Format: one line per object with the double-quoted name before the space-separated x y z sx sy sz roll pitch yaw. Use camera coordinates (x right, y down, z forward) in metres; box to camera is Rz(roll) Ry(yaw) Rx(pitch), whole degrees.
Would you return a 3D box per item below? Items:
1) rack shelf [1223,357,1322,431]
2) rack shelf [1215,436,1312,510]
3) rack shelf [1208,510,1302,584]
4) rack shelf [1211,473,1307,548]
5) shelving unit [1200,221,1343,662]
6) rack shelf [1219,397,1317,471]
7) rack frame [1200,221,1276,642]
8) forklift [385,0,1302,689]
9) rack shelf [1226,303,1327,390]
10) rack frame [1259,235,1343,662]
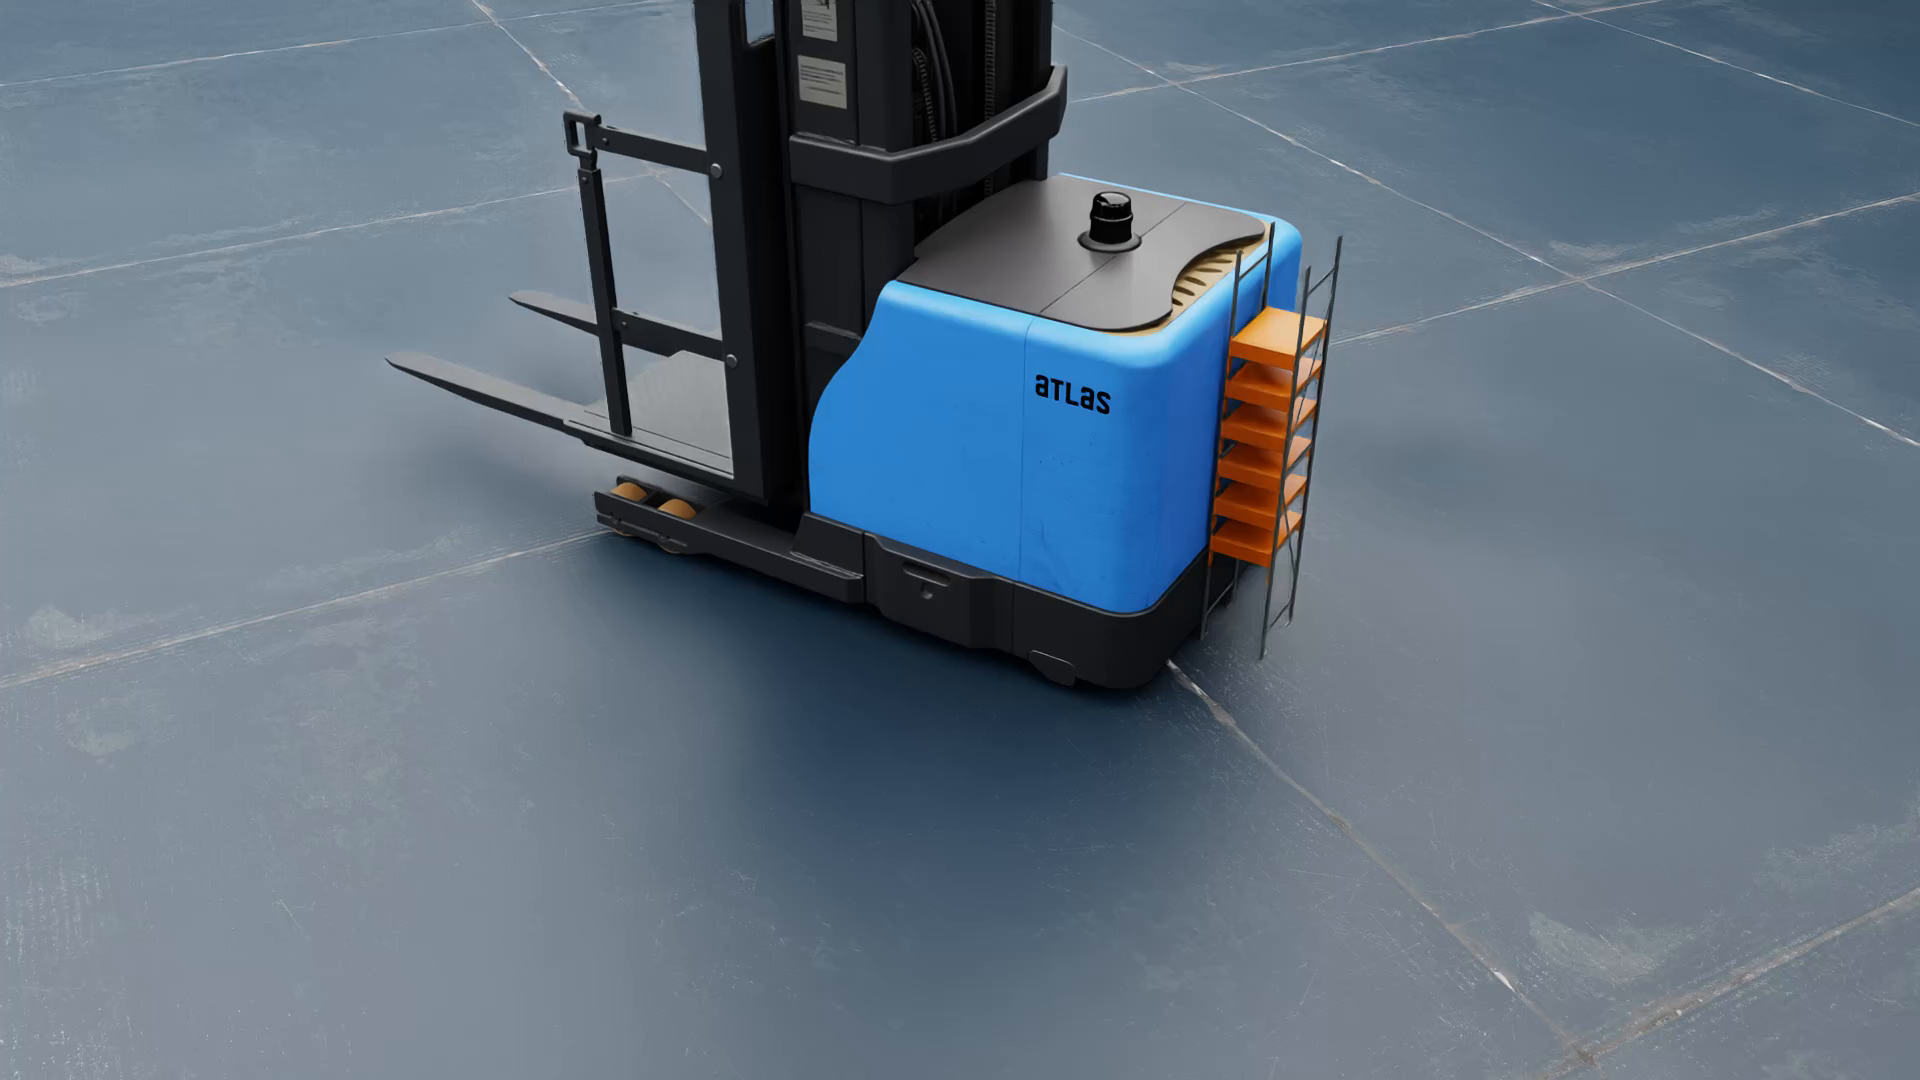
"rack shelf" 0.833 -0.407 4.410 0.180 0.103 0.258 18 37 26
"rack shelf" 0.833 -0.205 4.540 0.180 0.103 0.258 18 37 26
"rack shelf" 0.833 -0.003 4.669 0.180 0.103 0.258 18 37 26
"rack shelf" 0.833 -0.104 4.605 0.180 0.103 0.258 18 37 26
"shelving unit" 0.833 -0.242 4.516 0.189 1.200 0.258 18 37 26
"rack shelf" 0.833 -0.306 4.475 0.180 0.103 0.258 18 37 26
"rack frame" 0.755 -0.268 4.556 0.006 1.200 0.240 18 37 26
"forklift" -0.553 -1.415 4.742 3.031 2.935 1.130 18 37 26
"rack shelf" 0.833 -0.508 4.346 0.180 0.103 0.258 18 37 26
"rack frame" 0.912 -0.217 4.476 0.006 1.200 0.240 18 37 26
